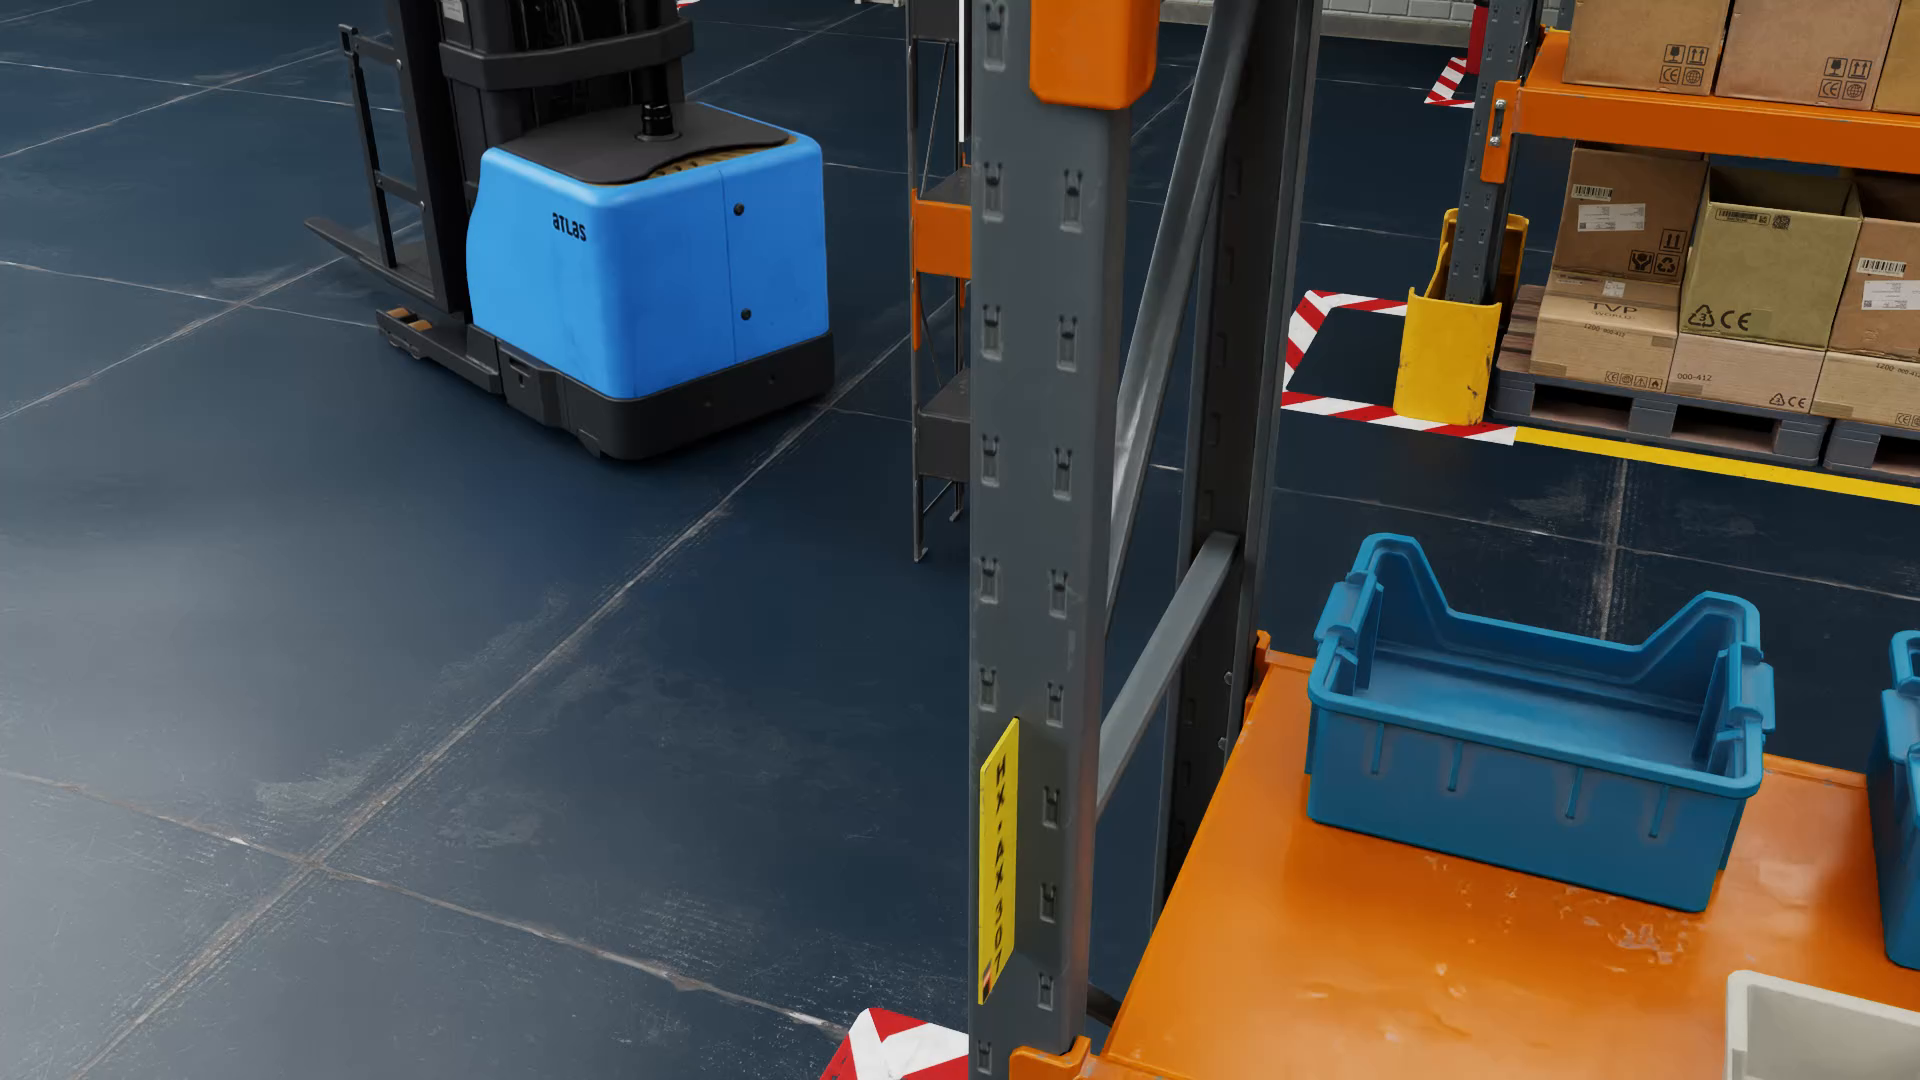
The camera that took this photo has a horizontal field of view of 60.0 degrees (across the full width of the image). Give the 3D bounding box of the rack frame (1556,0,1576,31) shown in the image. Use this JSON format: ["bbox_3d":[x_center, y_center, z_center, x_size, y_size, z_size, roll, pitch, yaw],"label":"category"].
[{"bbox_3d":[3.977,-4.295,10.301,0.127,3.000,1.000,11,31,19],"label":"rack frame"}]

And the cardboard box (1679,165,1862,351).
[{"bbox_3d":[2.995,-1.056,6.176,0.500,0.500,0.500,11,31,19],"label":"cardboard box"}]

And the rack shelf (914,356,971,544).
[{"bbox_3d":[0.153,-0.262,5.530,0.480,0.518,0.431,11,31,19],"label":"rack shelf"}]

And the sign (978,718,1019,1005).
[{"bbox_3d":[0.041,0.351,1.799,0.005,0.325,0.100,11,31,19],"label":"sign"}]

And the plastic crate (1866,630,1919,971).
[{"bbox_3d":[1.428,0.365,2.206,0.408,0.251,0.499,11,31,19],"label":"plastic crate"}]

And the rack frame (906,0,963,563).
[{"bbox_3d":[-0.073,-0.929,5.259,0.015,2.100,0.400,11,31,19],"label":"rack frame"}]

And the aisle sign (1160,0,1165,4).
[{"bbox_3d":[0.297,-1.059,1.933,0.004,0.787,0.394,11,31,19],"label":"aisle sign"}]

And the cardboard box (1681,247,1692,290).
[{"bbox_3d":[3.194,-0.970,6.786,0.500,0.250,0.500,11,31,19],"label":"cardboard box"}]

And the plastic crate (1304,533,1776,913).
[{"bbox_3d":[0.828,0.243,2.423,0.616,0.251,0.499,11,31,19],"label":"plastic crate"}]

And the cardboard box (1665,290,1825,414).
[{"bbox_3d":[2.996,-0.730,6.362,0.500,0.250,0.500,11,31,19],"label":"cardboard box"}]

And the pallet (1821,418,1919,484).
[{"bbox_3d":[3.969,-0.473,6.373,1.213,0.211,1.003,11,31,19],"label":"pallet"}]

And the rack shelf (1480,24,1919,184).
[{"bbox_3d":[3.971,-1.353,5.826,4.000,0.370,1.077,11,31,19],"label":"rack shelf"}]

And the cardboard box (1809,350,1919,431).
[{"bbox_3d":[3.459,-0.638,6.197,0.500,0.250,0.500,11,31,19],"label":"cardboard box"}]

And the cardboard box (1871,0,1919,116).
[{"bbox_3d":[3.492,-1.798,5.781,0.500,0.500,0.700,12,31,19],"label":"cardboard box"}]

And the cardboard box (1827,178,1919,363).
[{"bbox_3d":[3.463,-0.969,6.022,0.500,0.500,0.500,11,31,19],"label":"cardboard box"}]

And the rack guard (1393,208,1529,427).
[{"bbox_3d":[2.096,-0.952,6.927,0.348,0.500,1.175,11,31,19],"label":"rack guard"}]

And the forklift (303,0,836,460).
[{"bbox_3d":[-1.885,-2.202,6.667,1.130,2.935,3.031,-25,38,-37],"label":"forklift"}]

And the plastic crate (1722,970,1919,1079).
[{"bbox_3d":[0.960,0.649,1.822,0.250,0.136,0.298,11,31,19],"label":"plastic crate"}]

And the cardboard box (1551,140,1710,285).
[{"bbox_3d":[2.727,-1.385,6.757,0.500,0.500,0.500,11,31,19],"label":"cardboard box"}]

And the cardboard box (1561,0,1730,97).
[{"bbox_3d":[2.546,-1.987,6.116,0.500,0.500,0.700,11,31,19],"label":"cardboard box"}]

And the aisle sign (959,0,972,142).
[{"bbox_3d":[0.075,-0.790,1.457,0.004,0.787,0.394,11,31,19],"label":"aisle sign"}]

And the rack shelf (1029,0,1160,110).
[{"bbox_3d":[2.105,-0.401,1.094,4.000,0.370,1.077,11,31,19],"label":"rack shelf"}]

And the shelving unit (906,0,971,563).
[{"bbox_3d":[0.153,-0.883,5.179,0.503,2.100,0.431,11,31,19],"label":"shelving unit"}]

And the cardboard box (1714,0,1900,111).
[{"bbox_3d":[3.034,-1.892,5.948,0.500,0.500,0.700,12,32,20],"label":"cardboard box"}]

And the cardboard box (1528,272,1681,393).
[{"bbox_3d":[2.531,-0.821,6.522,0.500,0.250,0.500,11,31,19],"label":"cardboard box"}]

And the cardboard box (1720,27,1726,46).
[{"bbox_3d":[4.584,-3.147,10.556,0.500,0.311,0.500,8,30,13],"label":"cardboard box"}]

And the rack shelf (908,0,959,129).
[{"bbox_3d":[0.153,-1.481,4.841,0.480,0.518,0.431,11,31,19],"label":"rack shelf"}]

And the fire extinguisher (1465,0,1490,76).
[{"bbox_3d":[2.183,-2.236,6.736,0.183,0.674,0.296,11,31,19],"label":"fire extinguisher"}]

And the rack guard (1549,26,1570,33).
[{"bbox_3d":[4.047,-3.193,10.891,0.348,0.500,1.175,11,31,19],"label":"rack guard"}]

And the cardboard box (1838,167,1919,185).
[{"bbox_3d":[3.659,-1.207,6.442,0.500,0.500,0.500,11,31,19],"label":"cardboard box"}]

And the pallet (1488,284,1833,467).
[{"bbox_3d":[2.842,-0.700,6.774,1.213,0.211,1.003,11,31,19],"label":"pallet"}]

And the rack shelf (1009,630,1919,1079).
[{"bbox_3d":[2.105,0.905,1.832,4.000,0.370,1.077,11,31,19],"label":"rack shelf"}]

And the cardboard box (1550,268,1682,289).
[{"bbox_3d":[2.726,-1.057,6.940,0.500,0.250,0.500,11,31,19],"label":"cardboard box"}]

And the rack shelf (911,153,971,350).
[{"bbox_3d":[0.153,-0.872,5.186,0.480,0.518,0.431,11,31,19],"label":"rack shelf"}]

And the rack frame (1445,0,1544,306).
[{"bbox_3d":[2.118,-2.036,6.304,0.127,3.000,1.000,11,31,19],"label":"rack frame"}]
